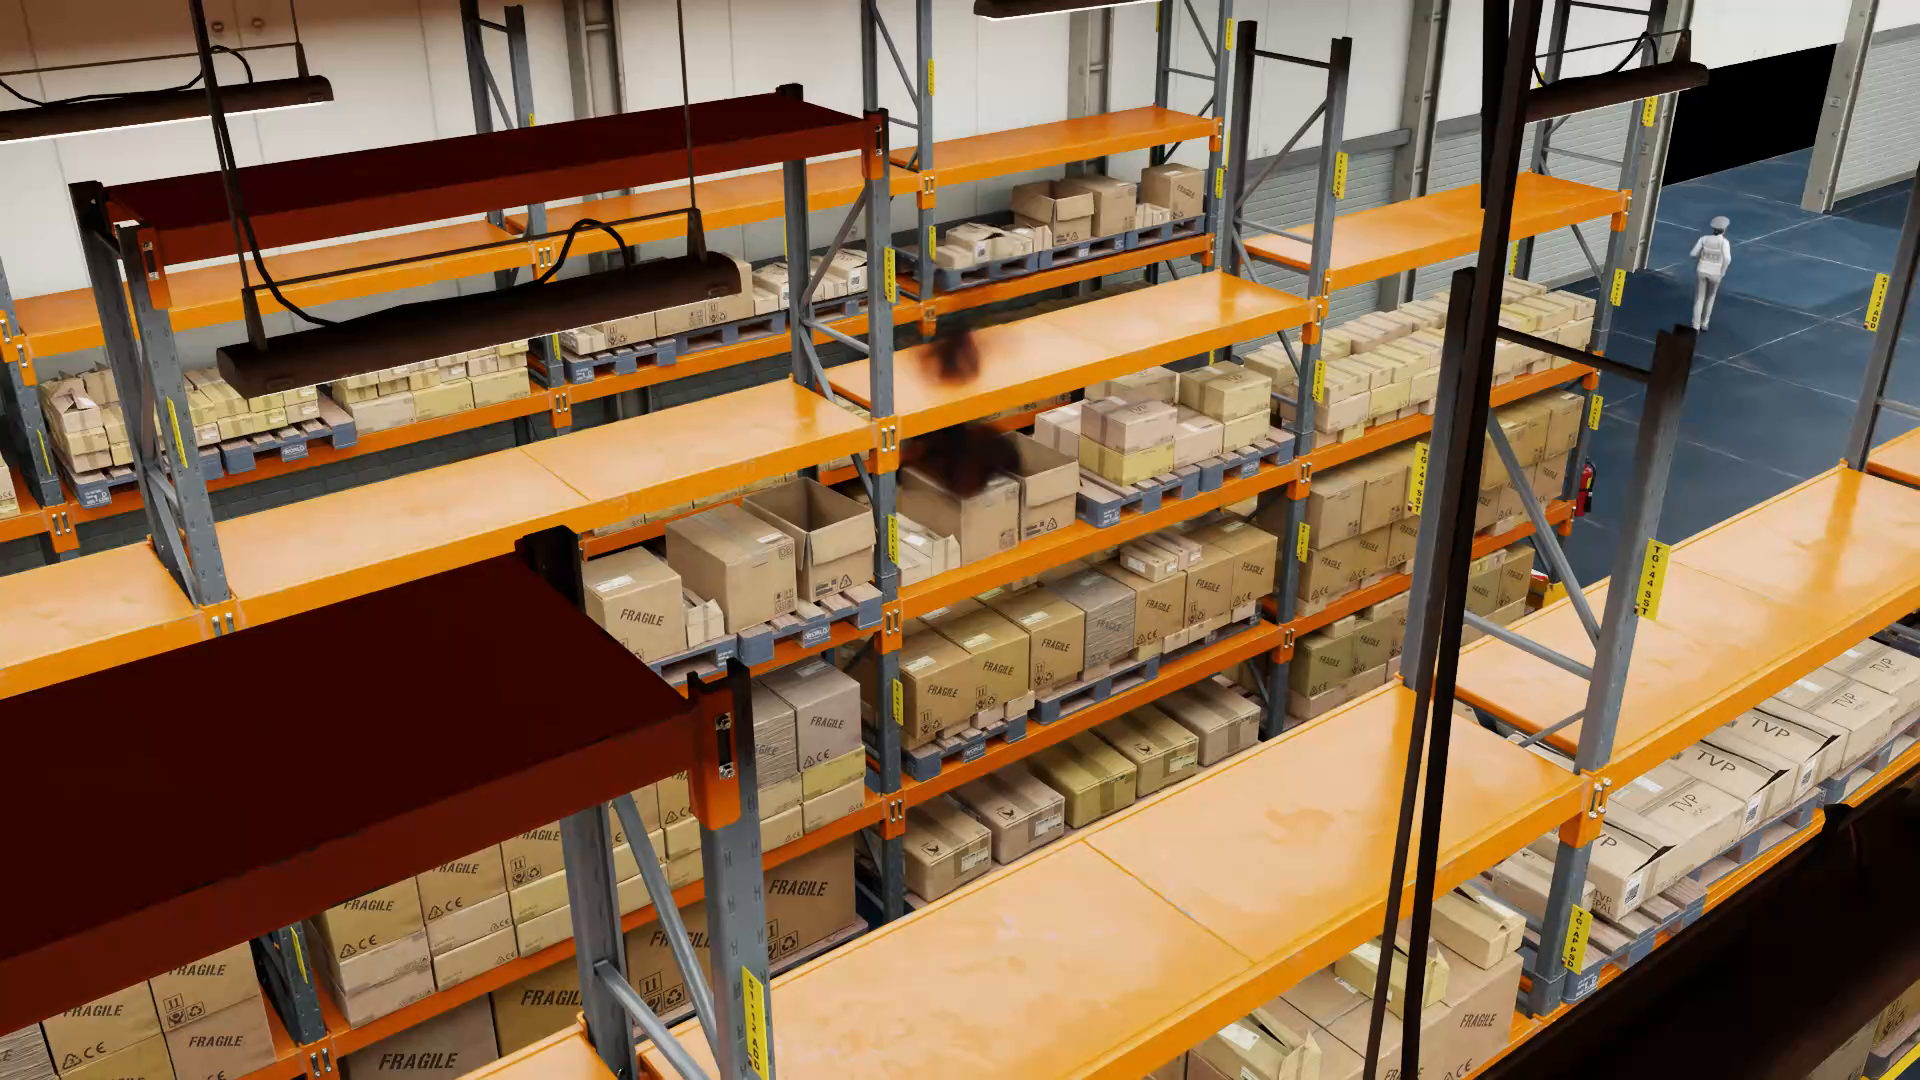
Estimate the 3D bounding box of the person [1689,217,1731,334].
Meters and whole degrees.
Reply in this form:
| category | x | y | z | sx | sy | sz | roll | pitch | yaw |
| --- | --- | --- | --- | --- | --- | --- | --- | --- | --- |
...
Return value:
| category | x | y | z | sx | sy | sz | roll | pitch | yaw |
| --- | --- | --- | --- | --- | --- | --- | --- | --- | --- |
| person | 10.730 | -3.770 | 23.910 | 0.586 | 1.743 | 0.805 | 15 | 30 | 27 |
